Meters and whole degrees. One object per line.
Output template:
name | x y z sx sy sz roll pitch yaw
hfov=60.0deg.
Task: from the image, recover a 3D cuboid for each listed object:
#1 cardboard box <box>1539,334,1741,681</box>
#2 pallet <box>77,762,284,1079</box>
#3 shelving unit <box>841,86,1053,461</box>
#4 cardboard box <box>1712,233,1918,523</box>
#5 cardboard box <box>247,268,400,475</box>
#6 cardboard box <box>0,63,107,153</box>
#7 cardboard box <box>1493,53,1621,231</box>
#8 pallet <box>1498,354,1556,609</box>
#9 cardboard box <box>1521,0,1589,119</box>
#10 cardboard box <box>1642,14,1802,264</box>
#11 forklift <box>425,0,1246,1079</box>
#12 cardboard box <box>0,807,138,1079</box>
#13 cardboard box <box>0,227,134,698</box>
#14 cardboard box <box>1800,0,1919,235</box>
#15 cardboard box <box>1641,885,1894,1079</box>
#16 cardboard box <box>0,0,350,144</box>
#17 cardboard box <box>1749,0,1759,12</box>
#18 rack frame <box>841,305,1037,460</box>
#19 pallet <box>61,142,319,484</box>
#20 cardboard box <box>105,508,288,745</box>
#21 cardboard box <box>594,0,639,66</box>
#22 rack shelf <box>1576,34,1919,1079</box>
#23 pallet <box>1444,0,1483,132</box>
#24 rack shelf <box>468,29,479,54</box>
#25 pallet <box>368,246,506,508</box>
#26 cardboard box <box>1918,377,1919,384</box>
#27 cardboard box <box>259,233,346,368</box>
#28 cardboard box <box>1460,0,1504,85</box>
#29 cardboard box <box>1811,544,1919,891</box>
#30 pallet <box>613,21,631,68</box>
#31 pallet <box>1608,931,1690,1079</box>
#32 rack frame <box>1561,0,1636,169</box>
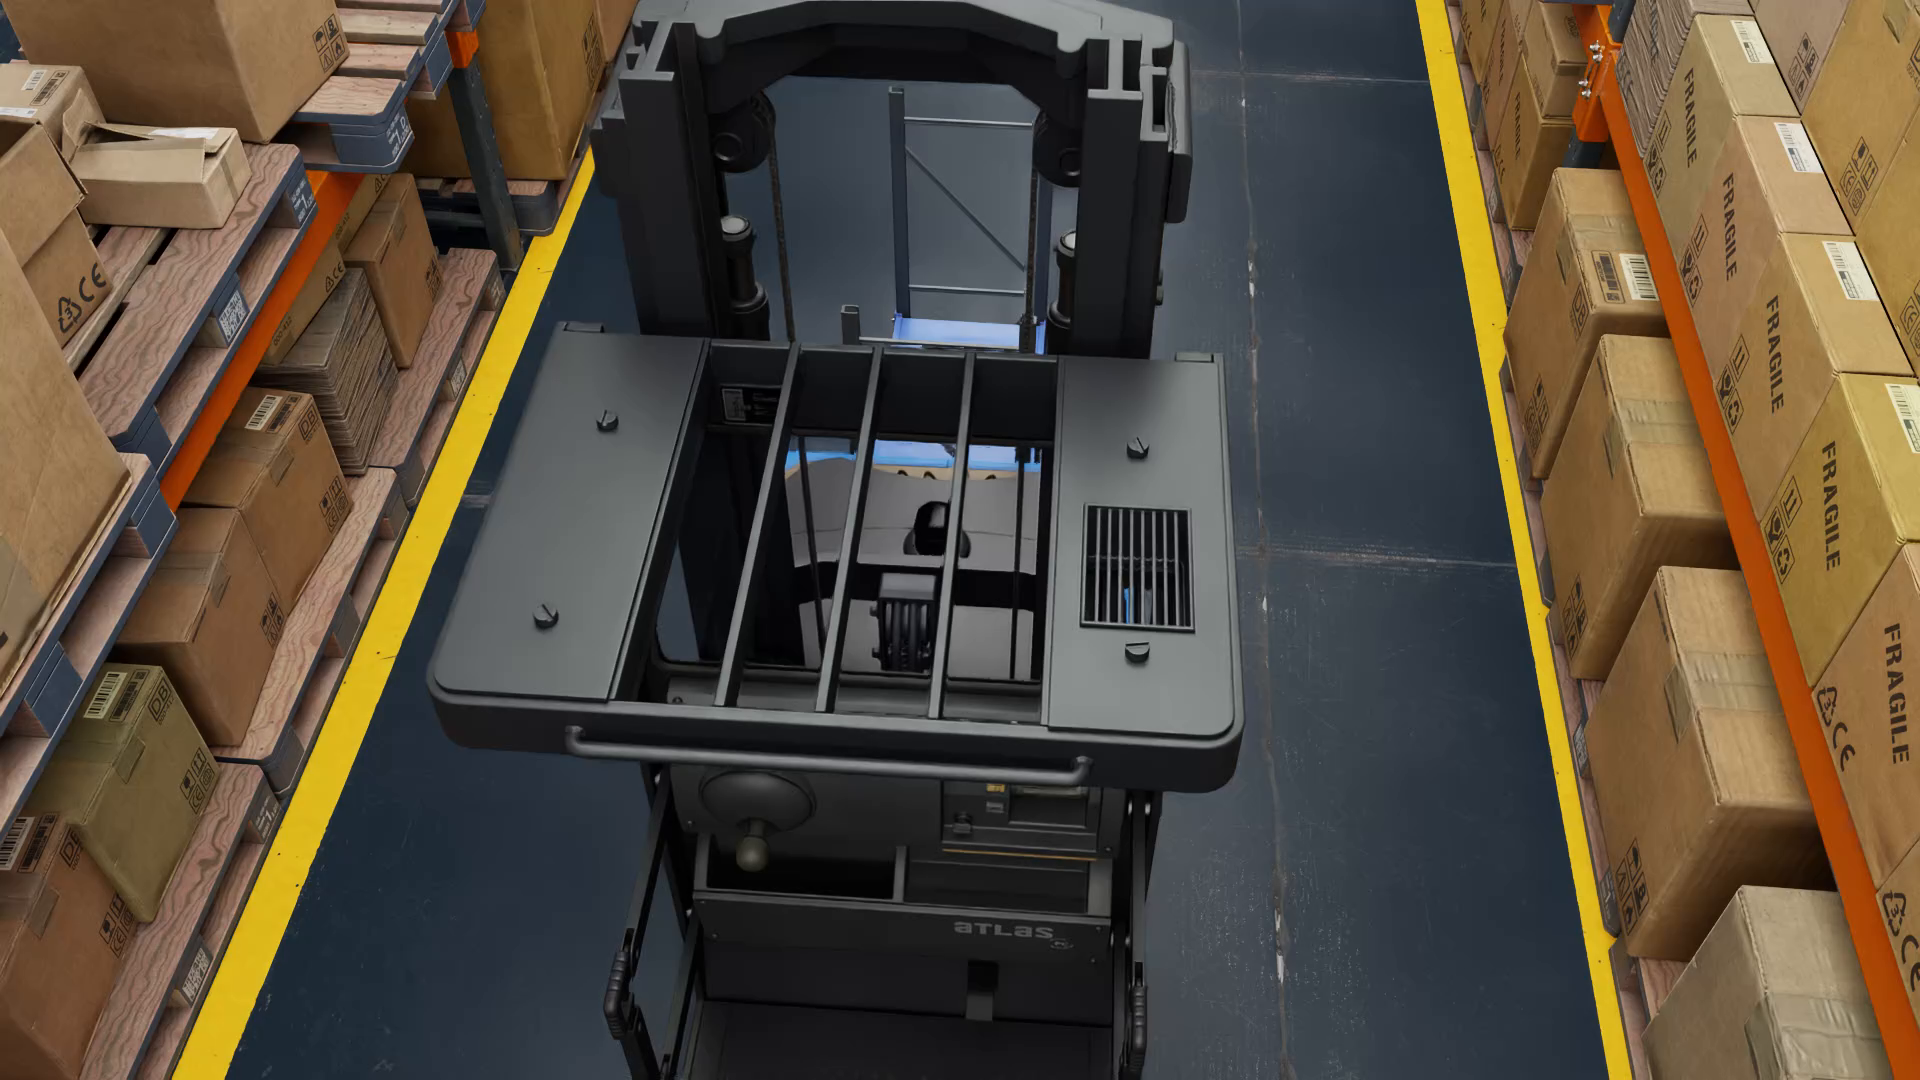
cardboard box | 2.422 -0.060 5.012 1.050 0.750 0.750 5 48 4
pallet | -2.582 1.138 4.566 1.003 0.211 1.213 4 48 4
shelving unit | -0.008 -0.443 5.139 0.538 1.500 1.048 4 48 4
cardboard box | 2.196 -0.374 3.991 0.500 0.500 0.500 3 48 3
cardboard box | -2.366 -0.573 5.637 0.700 0.500 0.500 0 48 0
cardboard box | -2.669 -1.045 4.490 0.500 0.250 0.500 3 48 2
cardboard box | 2.443 -1.561 6.555 0.500 0.500 0.500 4 48 3
pallet | 2.496 -0.247 5.833 1.003 0.211 1.213 4 48 4
cardboard box | 2.444 -1.833 6.295 0.500 0.250 0.500 3 48 3
cardboard box | 2.290 -1.110 4.665 0.500 0.500 0.500 3 48 3
forklift | -0.140 0.592 3.222 1.130 2.935 3.031 3 48 3
cardboard box | -2.574 1.015 4.185 0.700 0.500 0.500 1 48 1
cardboard box | -2.440 -0.149 3.162 1.000 1.000 1.000 4 48 4
cardboard box | 2.503 -1.055 3.937 0.700 0.500 0.500 3 48 3
cardboard box | 2.245 1.333 3.738 1.050 0.750 0.750 4 48 3
cardboard box | -2.248 -1.529 4.763 0.700 0.500 0.500 10 48 9
cardboard box | 2.592 -1.804 4.622 0.700 0.500 0.500 4 48 3
rack frame | -0.054 -0.070 4.798 0.500 1.500 0.032 4 48 4
pallet | -2.427 -0.648 4.440 1.003 0.211 1.213 4 48 4
cardboard box | -2.462 0.254 4.880 0.700 0.500 0.500 0 48 0
cardboard box | -2.115 -2.755 7.392 1.225 0.875 0.875 4 48 4
rack shelf | 2.461 -0.050 4.250 1.077 0.370 4.000 4 48 4
pallet | 2.829 -2.289 7.701 1.003 0.211 1.213 4 48 4
rack shelf | -2.105 -3.397 7.311 1.077 0.370 4.000 4 48 4
pallet | -2.360 -0.655 6.206 1.003 0.211 1.213 4 48 4
cardboard box | 2.409 -0.309 3.254 0.700 0.500 0.500 4 48 4
cardboard box | -2.357 -0.843 5.376 0.500 0.250 0.500 9 48 8
cardboard box | 2.526 -2.332 7.260 0.500 0.500 0.500 2 48 2
cardboard box | 2.106 0.371 3.310 0.500 0.500 0.500 3 48 3
pallet | -2.027 -2.697 8.074 1.003 0.211 1.213 4 48 4
pallet | 2.274 1.546 4.193 1.003 0.211 1.213 4 48 4
rack frame | 2.643 -1.762 5.329 1.000 3.000 0.127 4 48 4
